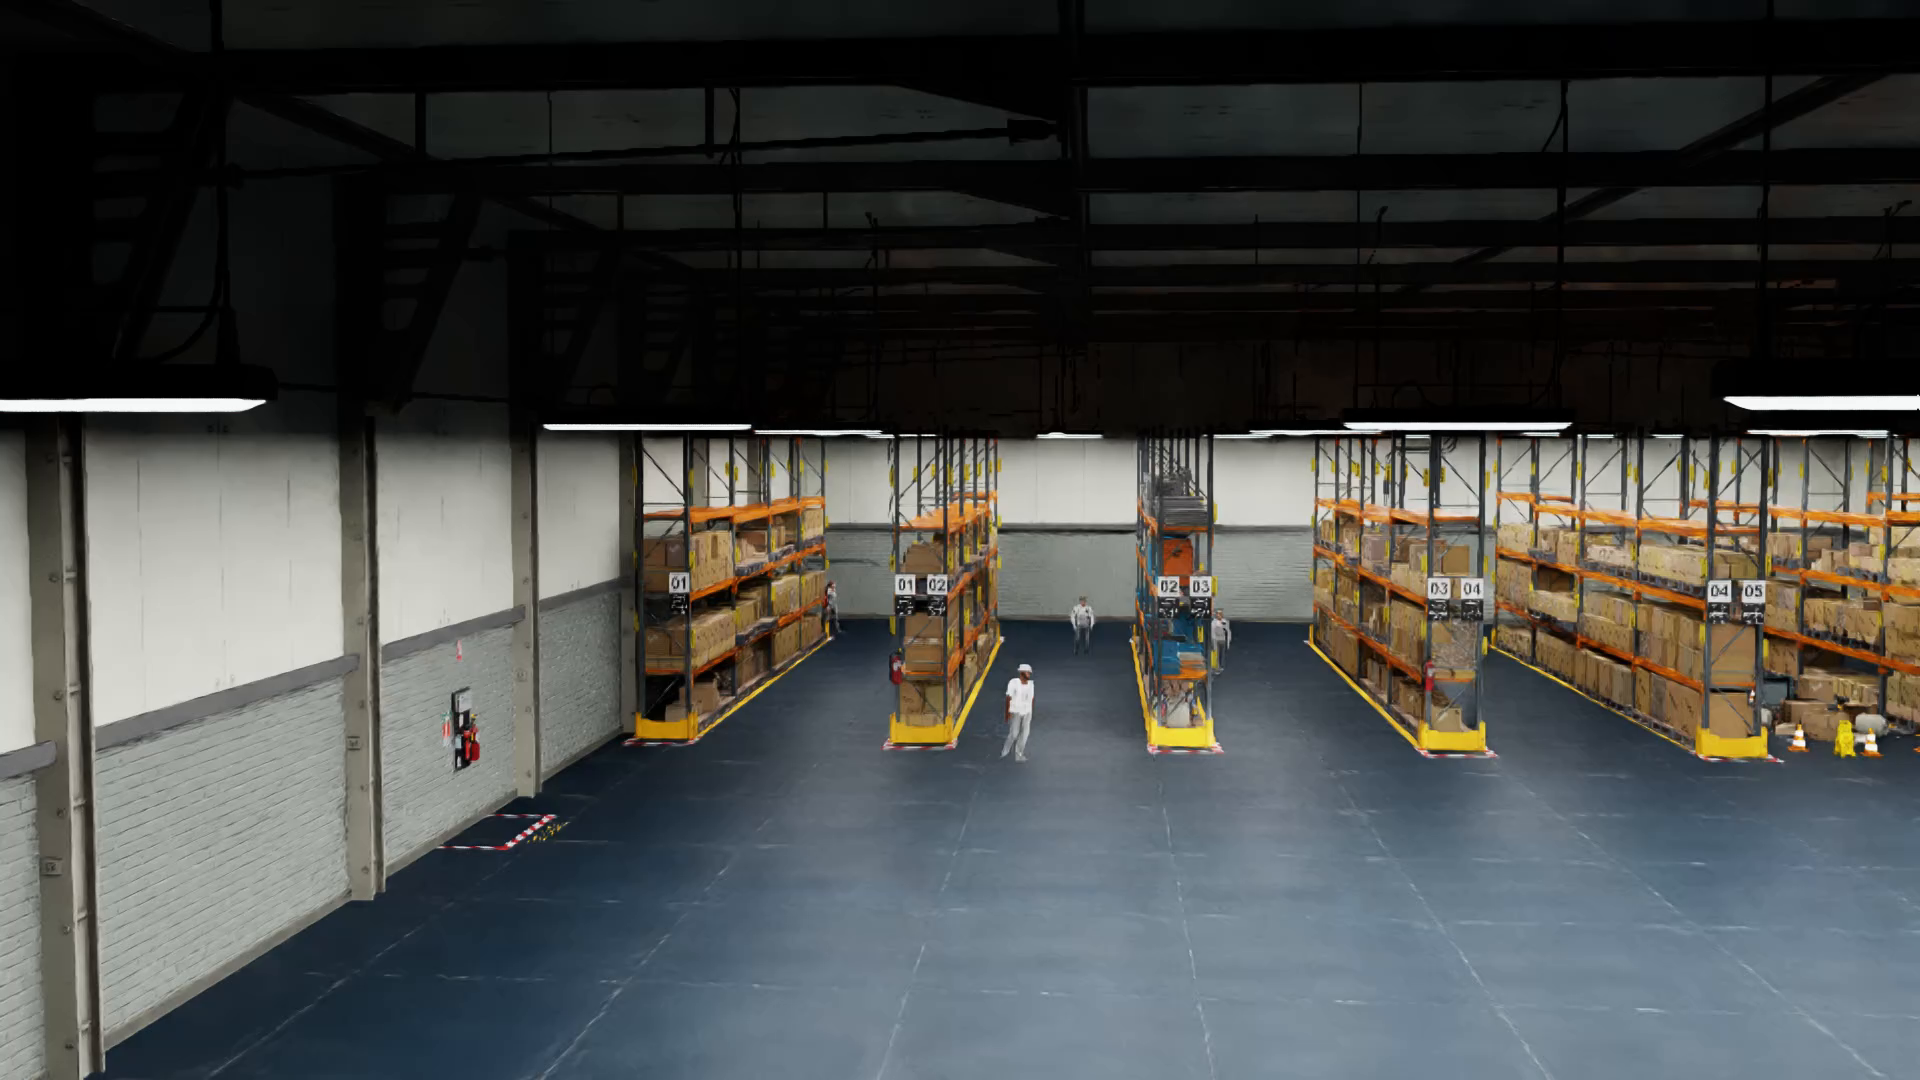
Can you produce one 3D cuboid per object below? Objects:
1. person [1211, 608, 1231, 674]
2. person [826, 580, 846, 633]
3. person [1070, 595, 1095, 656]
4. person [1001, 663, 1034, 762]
[{"bbox_3d":[6.388,2.452,40.775,0.502,1.625,0.976,0,3,4],"label":"person"},{"bbox_3d":[-3.763,1.990,49.009,0.528,1.554,0.638,3,4,38],"label":"person"},{"bbox_3d":[3.251,2.263,44.141,0.639,1.632,0.512,0,3,3],"label":"person"},{"bbox_3d":[1.045,3.065,29.682,0.611,1.756,0.575,-2,4,-31],"label":"person"}]
